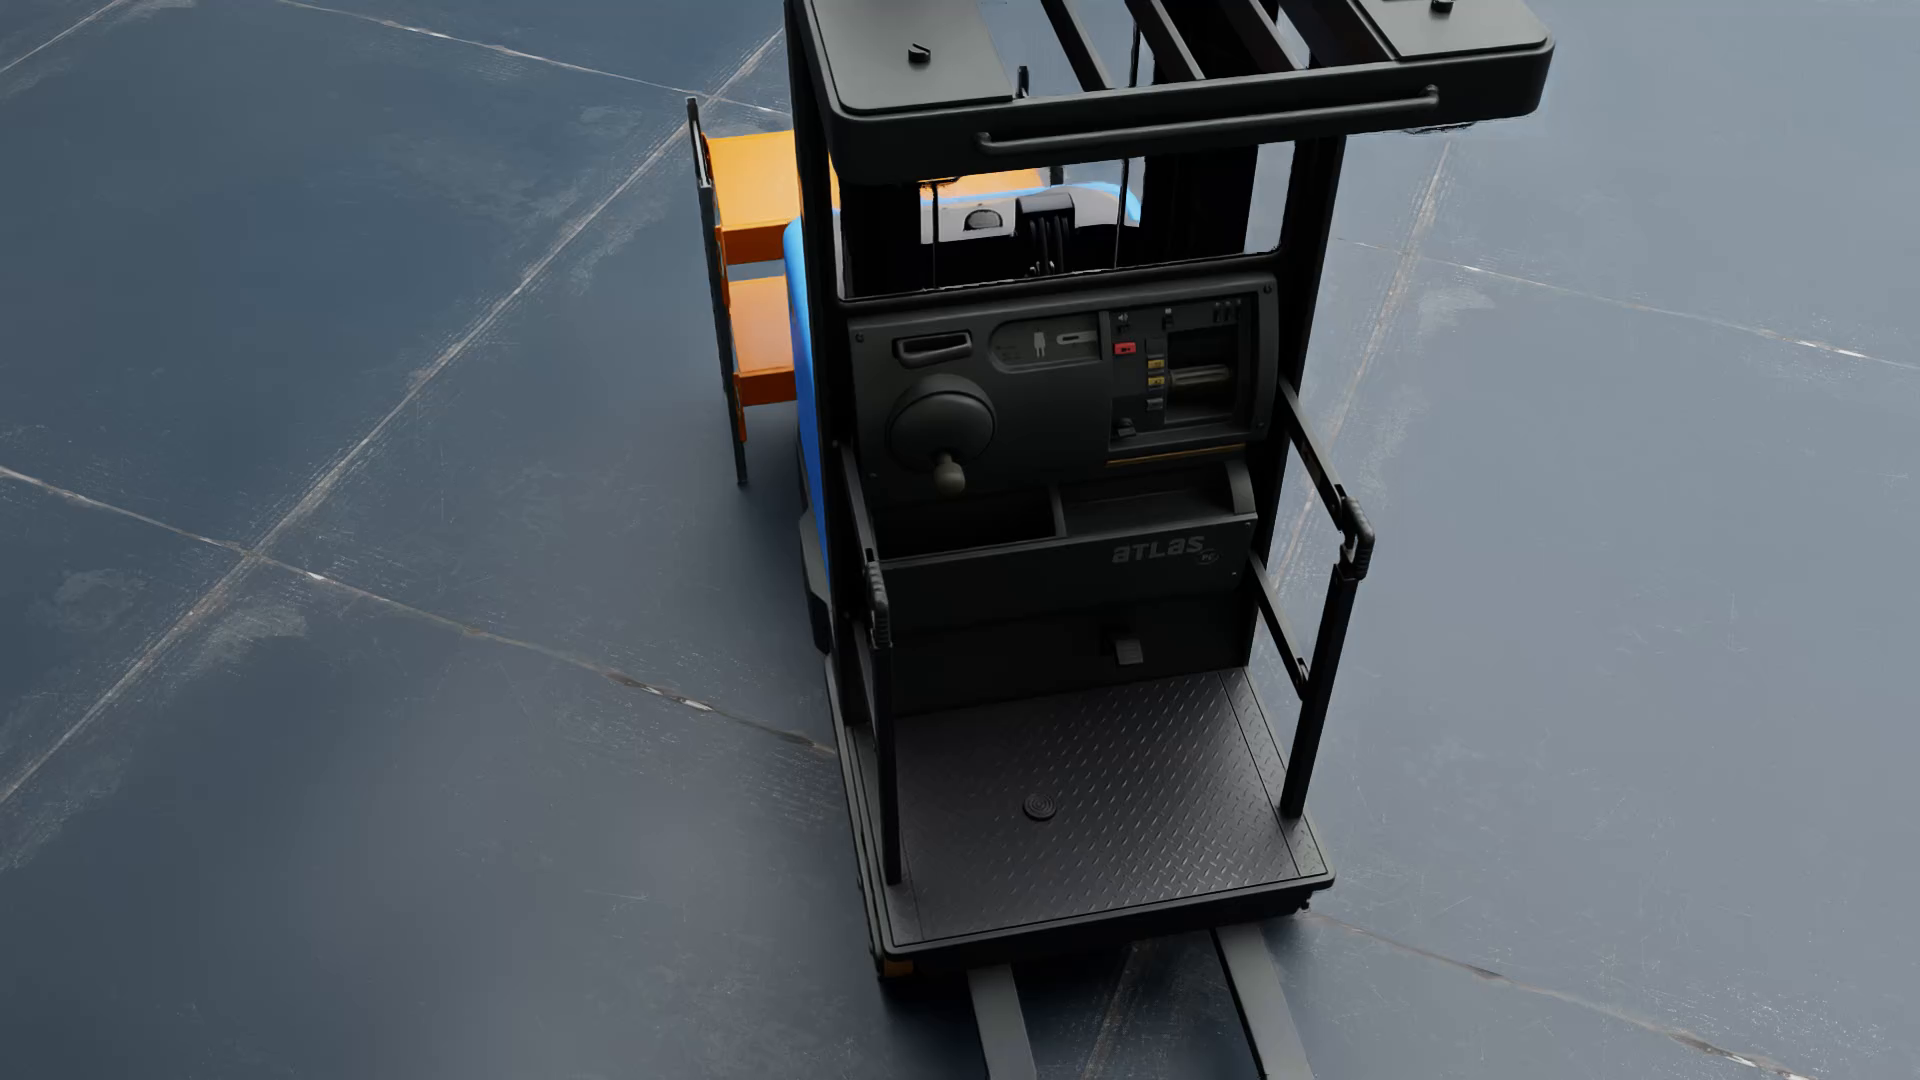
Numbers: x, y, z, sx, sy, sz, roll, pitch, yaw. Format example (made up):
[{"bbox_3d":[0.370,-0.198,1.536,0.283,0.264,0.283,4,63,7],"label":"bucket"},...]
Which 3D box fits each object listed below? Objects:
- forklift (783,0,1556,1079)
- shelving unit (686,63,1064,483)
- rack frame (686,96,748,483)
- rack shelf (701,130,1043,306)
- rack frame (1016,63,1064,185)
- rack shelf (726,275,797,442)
[{"bbox_3d":[0.273,-0.241,3.414,1.130,2.935,3.031,-8,45,-8],"label":"forklift"},{"bbox_3d":[-0.261,-0.831,5.288,1.048,1.125,0.538,-8,45,-8],"label":"shelving unit"},{"bbox_3d":[-0.759,-0.760,5.216,0.032,1.125,0.500,-8,45,-8],"label":"rack frame"},{"bbox_3d":[-0.261,-1.039,5.081,1.000,0.278,0.538,-8,45,-8],"label":"rack shelf"},{"bbox_3d":[0.238,-0.902,5.359,0.032,1.125,0.500,-8,45,-8],"label":"rack frame"},{"bbox_3d":[-0.261,-0.658,5.460,1.000,0.278,0.538,-8,45,-8],"label":"rack shelf"}]
